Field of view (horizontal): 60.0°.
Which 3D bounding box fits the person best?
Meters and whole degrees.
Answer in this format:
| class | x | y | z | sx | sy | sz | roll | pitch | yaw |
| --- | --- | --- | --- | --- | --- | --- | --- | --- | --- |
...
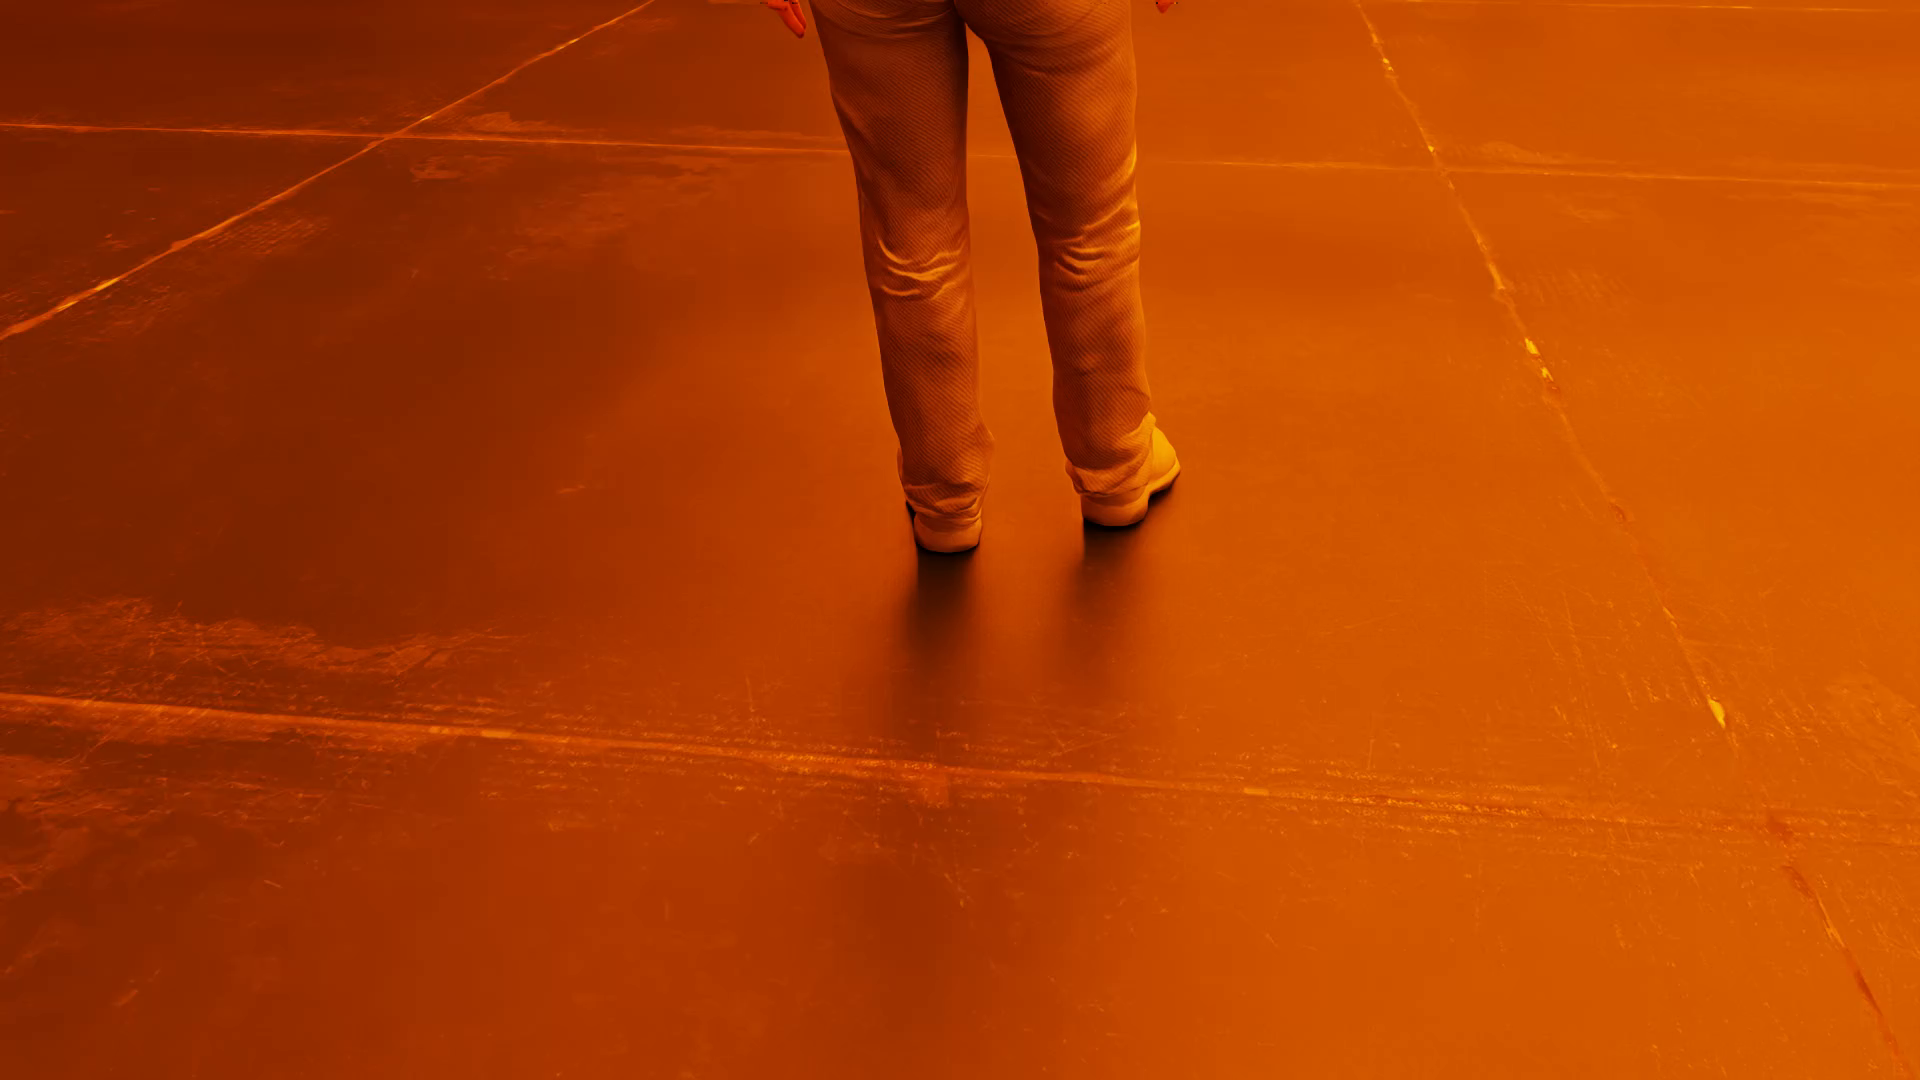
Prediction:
| class | x | y | z | sx | sy | sz | roll | pitch | yaw |
| --- | --- | --- | --- | --- | --- | --- | --- | --- | --- |
| person | 0.016 | -0.828 | 2.156 | 0.633 | 1.775 | 0.566 | 3 | 27 | 7 |
